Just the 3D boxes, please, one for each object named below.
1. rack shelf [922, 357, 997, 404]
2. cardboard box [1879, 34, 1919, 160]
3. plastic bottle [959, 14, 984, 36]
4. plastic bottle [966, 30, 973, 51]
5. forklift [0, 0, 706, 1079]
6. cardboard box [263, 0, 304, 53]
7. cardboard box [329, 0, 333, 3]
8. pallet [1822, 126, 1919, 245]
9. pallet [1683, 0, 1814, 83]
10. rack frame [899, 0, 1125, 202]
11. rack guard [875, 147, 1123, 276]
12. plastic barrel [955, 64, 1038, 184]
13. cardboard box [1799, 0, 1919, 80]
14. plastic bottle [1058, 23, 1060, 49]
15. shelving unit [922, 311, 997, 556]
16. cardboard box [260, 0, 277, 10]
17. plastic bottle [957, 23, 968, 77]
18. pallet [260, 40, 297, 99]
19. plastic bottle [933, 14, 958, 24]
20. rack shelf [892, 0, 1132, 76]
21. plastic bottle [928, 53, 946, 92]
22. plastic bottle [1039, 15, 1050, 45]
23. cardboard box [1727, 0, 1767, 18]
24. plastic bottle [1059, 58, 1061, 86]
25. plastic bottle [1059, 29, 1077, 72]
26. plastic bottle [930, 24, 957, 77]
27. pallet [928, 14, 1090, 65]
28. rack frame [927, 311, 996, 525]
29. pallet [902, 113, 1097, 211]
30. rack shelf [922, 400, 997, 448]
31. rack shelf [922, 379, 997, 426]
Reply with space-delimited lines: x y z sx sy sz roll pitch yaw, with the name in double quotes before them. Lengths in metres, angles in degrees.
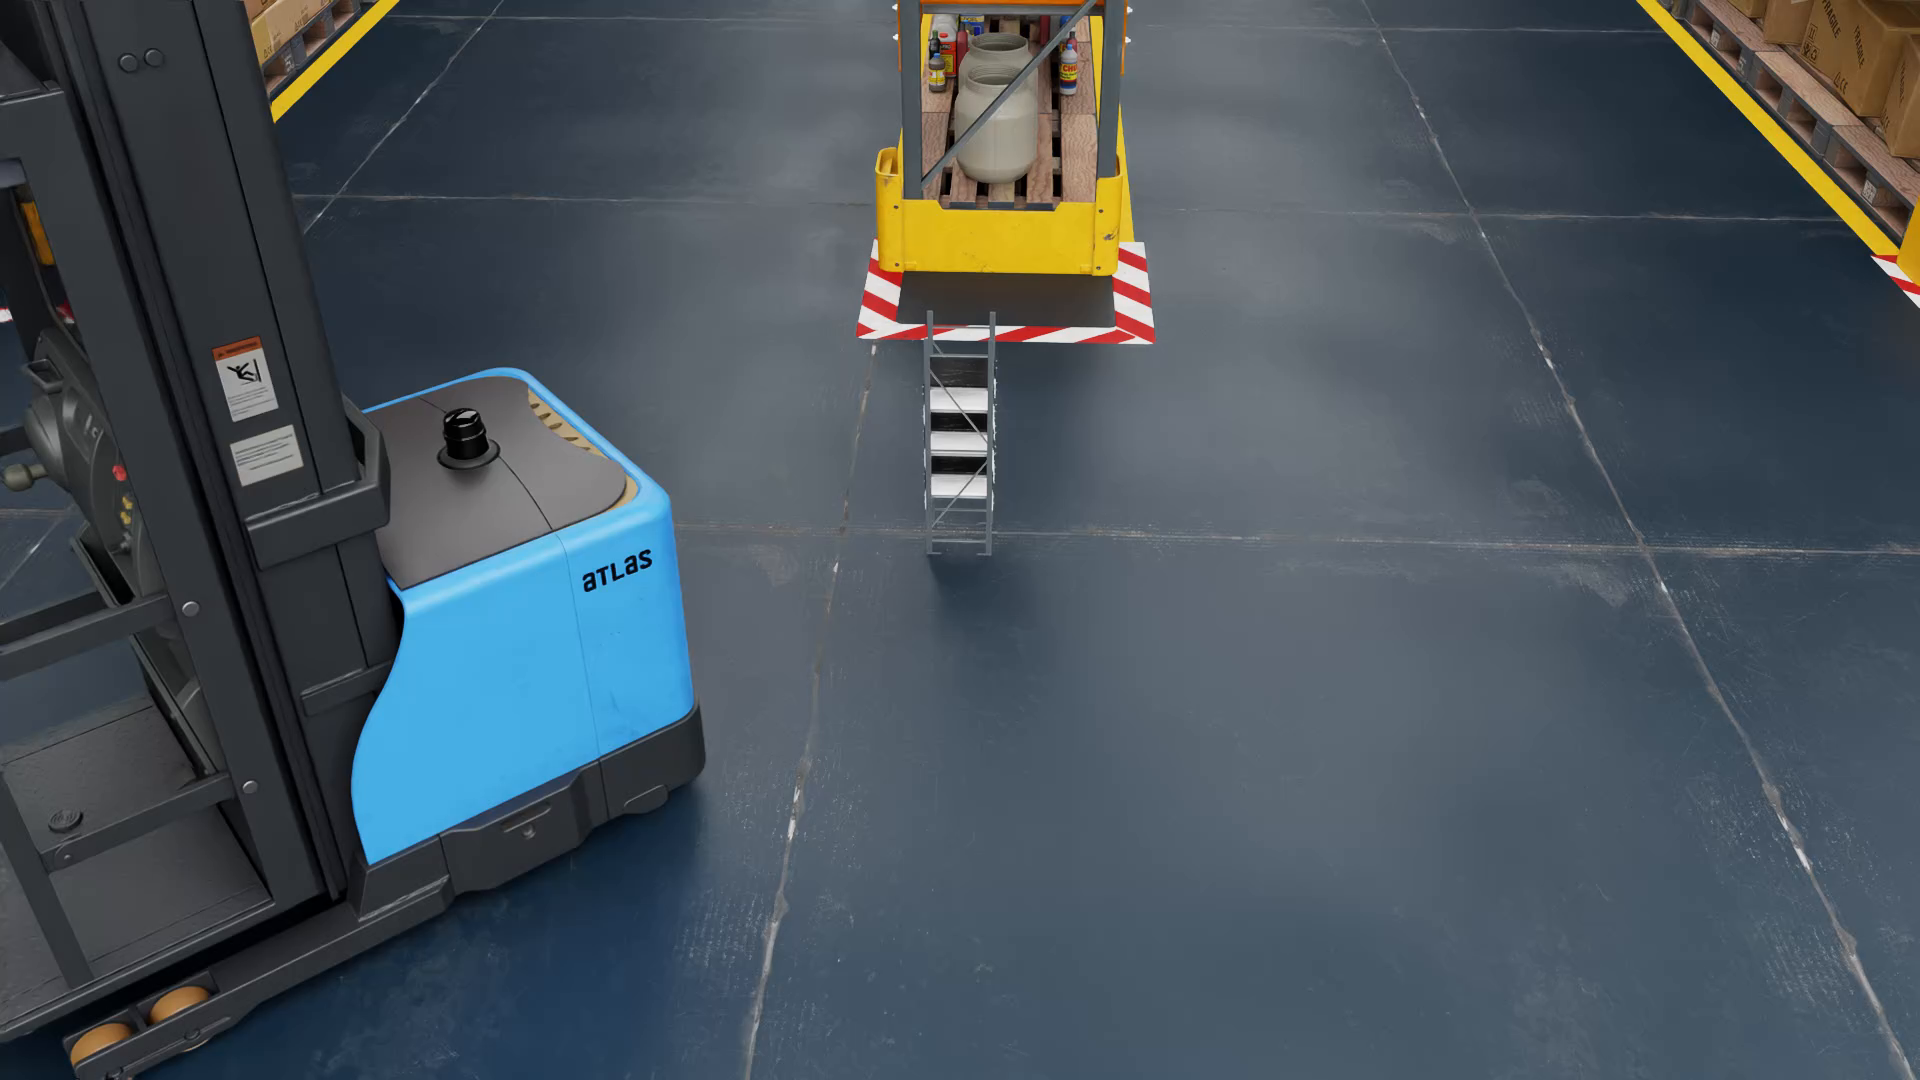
"rack shelf" 0.000 -0.566 5.862 0.258 0.077 0.200 1 35 2
"cardboard box" 5.213 -2.314 8.743 0.500 0.500 0.500 10 36 14
"plastic bottle" 0.071 -3.145 10.103 0.152 0.276 0.135 1 35 2
"plastic bottle" 0.037 -2.909 9.832 0.097 0.201 0.097 0 35 0
"forklift" -2.258 -0.140 3.901 3.031 2.935 1.130 -24 42 -30
"cardboard box" -4.391 -3.193 10.210 0.500 0.250 0.500 1 35 2
"cardboard box" -4.356 -3.767 11.028 0.500 0.250 0.500 1 35 2
"pallet" 5.253 -1.831 8.672 1.003 0.211 1.213 1 35 2
"pallet" 5.351 -3.233 10.667 1.003 0.211 1.213 1 35 2
"rack frame" 0.233 -2.577 7.308 1.000 3.000 0.127 1 35 2
"rack guard" 0.189 -1.599 8.091 1.175 0.500 0.348 1 35 2
"plastic barrel" 0.183 -2.111 8.443 0.421 0.512 0.421 0 35 0
"cardboard box" 5.325 -2.993 9.709 0.500 0.500 0.500 -2 35 -2
"plastic bottle" 0.647 -3.076 10.069 0.097 0.201 0.097 0 35 0
"shelving unit" 0.000 -0.373 5.998 0.258 0.900 0.210 1 35 2
"cardboard box" -4.404 -3.500 9.995 0.500 0.500 0.500 1 35 2
"plastic bottle" 0.013 -2.853 9.681 0.061 0.283 0.133 1 35 2
"pallet" -4.676 -2.692 9.897 1.003 0.211 1.213 1 35 2
"plastic bottle" -0.086 -3.058 9.913 0.144 0.351 0.185 3 35 4
"rack shelf" 0.313 -3.432 9.150 1.077 0.370 4.000 1 35 2
"plastic bottle" -0.131 -2.678 9.502 0.097 0.201 0.097 0 35 0
"plastic bottle" 0.518 -3.180 10.146 0.061 0.283 0.133 1 35 2
"cardboard box" 5.287 -3.681 10.688 0.500 0.500 0.500 0 35 0
"plastic bottle" 0.621 -2.706 9.543 0.097 0.201 0.097 0 35 0
"plastic bottle" 0.631 -2.872 9.718 0.097 0.271 0.097 0 35 0
"plastic bottle" -0.094 -2.852 9.686 0.152 0.276 0.135 2 35 2
"pallet" 0.325 -3.349 10.832 1.003 0.211 1.213 1 35 2
"rack frame" 0.004 -0.431 6.081 0.240 0.900 0.006 1 35 2
"pallet" 0.227 -1.948 8.838 1.003 0.211 1.213 1 35 2
"rack shelf" 0.000 -0.419 5.965 0.258 0.077 0.200 1 35 2
"rack shelf" 0.000 -0.493 5.914 0.258 0.077 0.200 1 35 2
